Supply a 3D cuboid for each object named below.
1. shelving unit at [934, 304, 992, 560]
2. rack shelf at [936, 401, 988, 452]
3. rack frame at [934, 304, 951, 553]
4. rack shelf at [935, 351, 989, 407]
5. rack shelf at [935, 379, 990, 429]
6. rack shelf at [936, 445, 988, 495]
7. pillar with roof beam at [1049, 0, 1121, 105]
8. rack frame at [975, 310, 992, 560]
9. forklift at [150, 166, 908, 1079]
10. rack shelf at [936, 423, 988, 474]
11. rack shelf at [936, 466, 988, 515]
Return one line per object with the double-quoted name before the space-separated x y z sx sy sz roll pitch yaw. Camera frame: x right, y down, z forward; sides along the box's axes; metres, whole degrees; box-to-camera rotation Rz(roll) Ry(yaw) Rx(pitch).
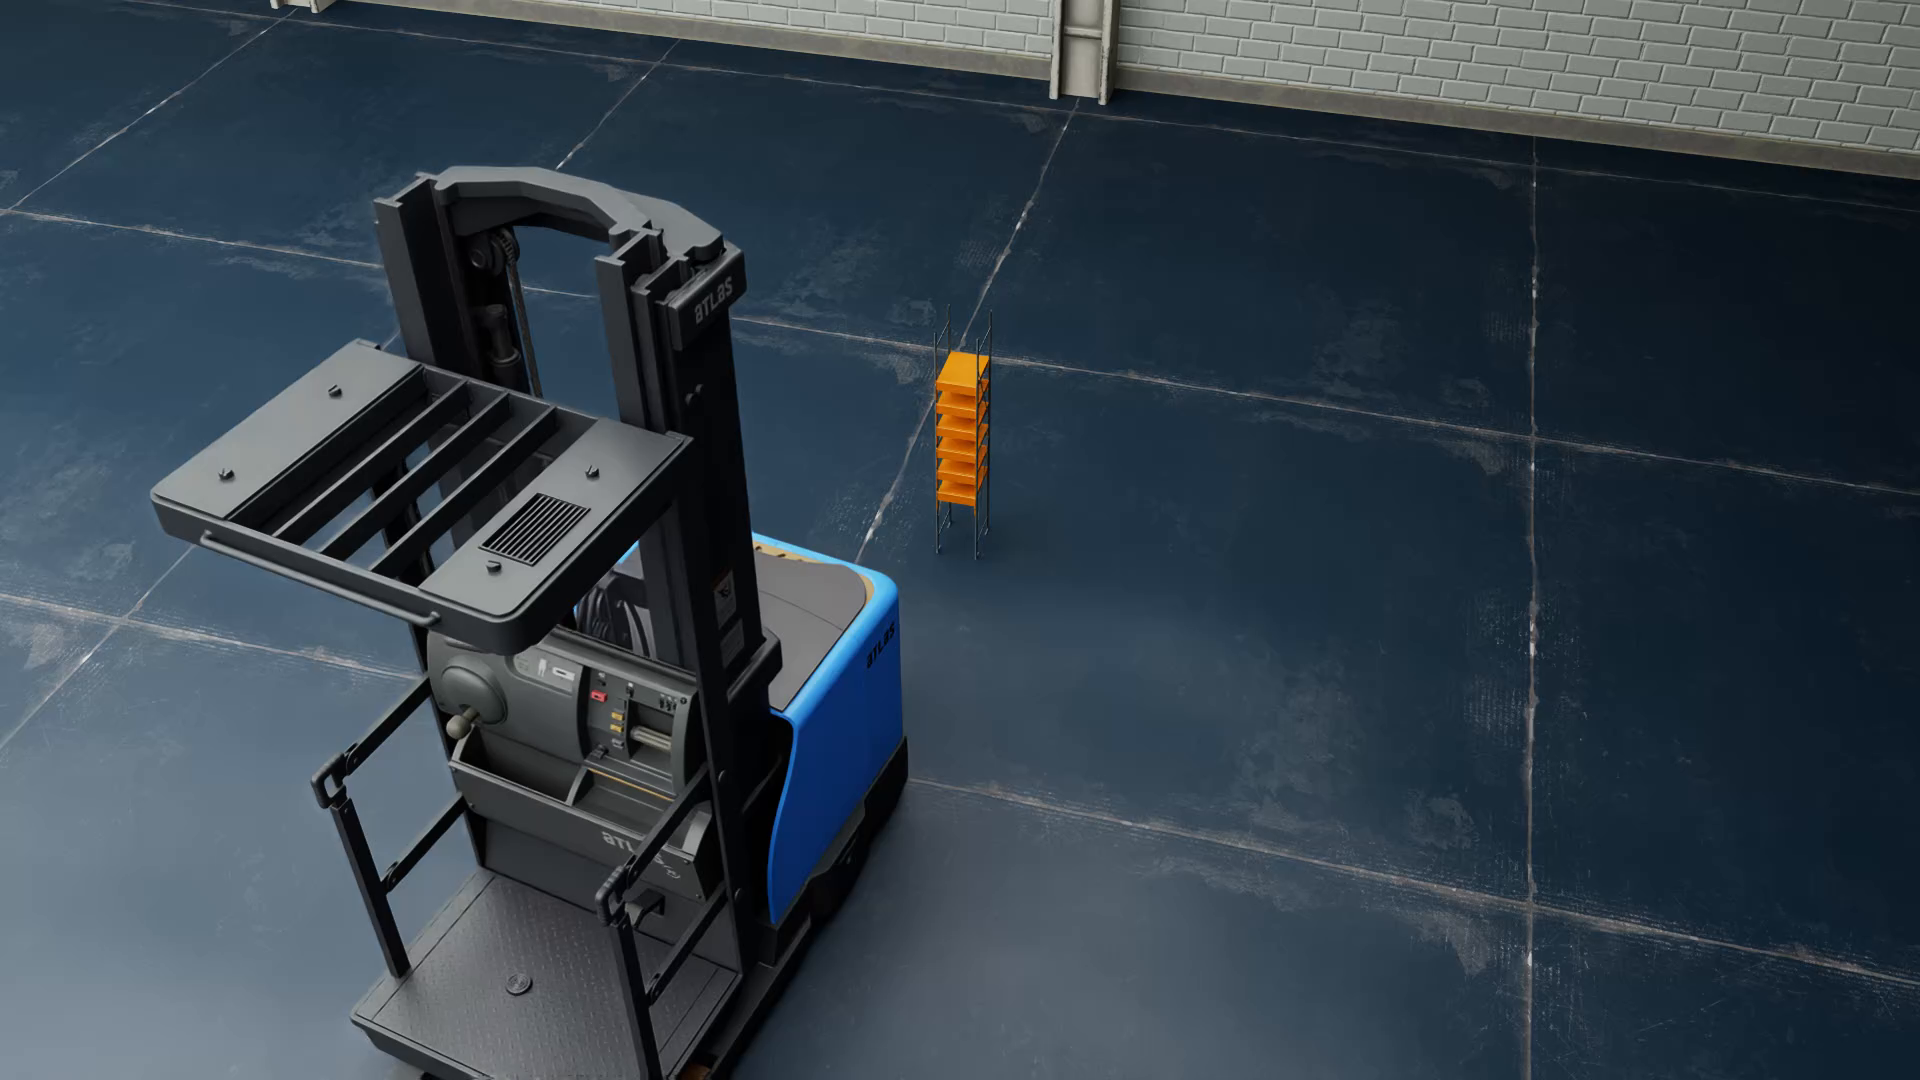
"shelving unit" 0.014 -0.457 7.361 0.189 1.200 0.258 10 41 11
"rack shelf" 0.014 -0.515 7.313 0.180 0.103 0.258 10 41 11
"rack frame" -0.074 -0.472 7.379 0.006 1.200 0.240 10 41 11
"rack shelf" 0.014 -0.699 7.158 0.180 0.103 0.258 10 41 11
"rack shelf" 0.014 -0.607 7.236 0.180 0.103 0.258 10 41 11
"rack shelf" 0.014 -0.331 7.467 0.180 0.103 0.258 10 41 11
"pillar with roof beam" -0.273 -3.845 5.331 0.400 9.000 9.100 10 41 11
"rack frame" 0.102 -0.442 7.343 0.006 1.200 0.240 10 41 11
"forklift" -1.289 0.558 4.806 1.130 2.935 3.031 17 43 19
"rack shelf" 0.014 -0.423 7.390 0.180 0.103 0.258 10 41 11
"rack shelf" 0.014 -0.239 7.544 0.180 0.103 0.258 10 41 11
